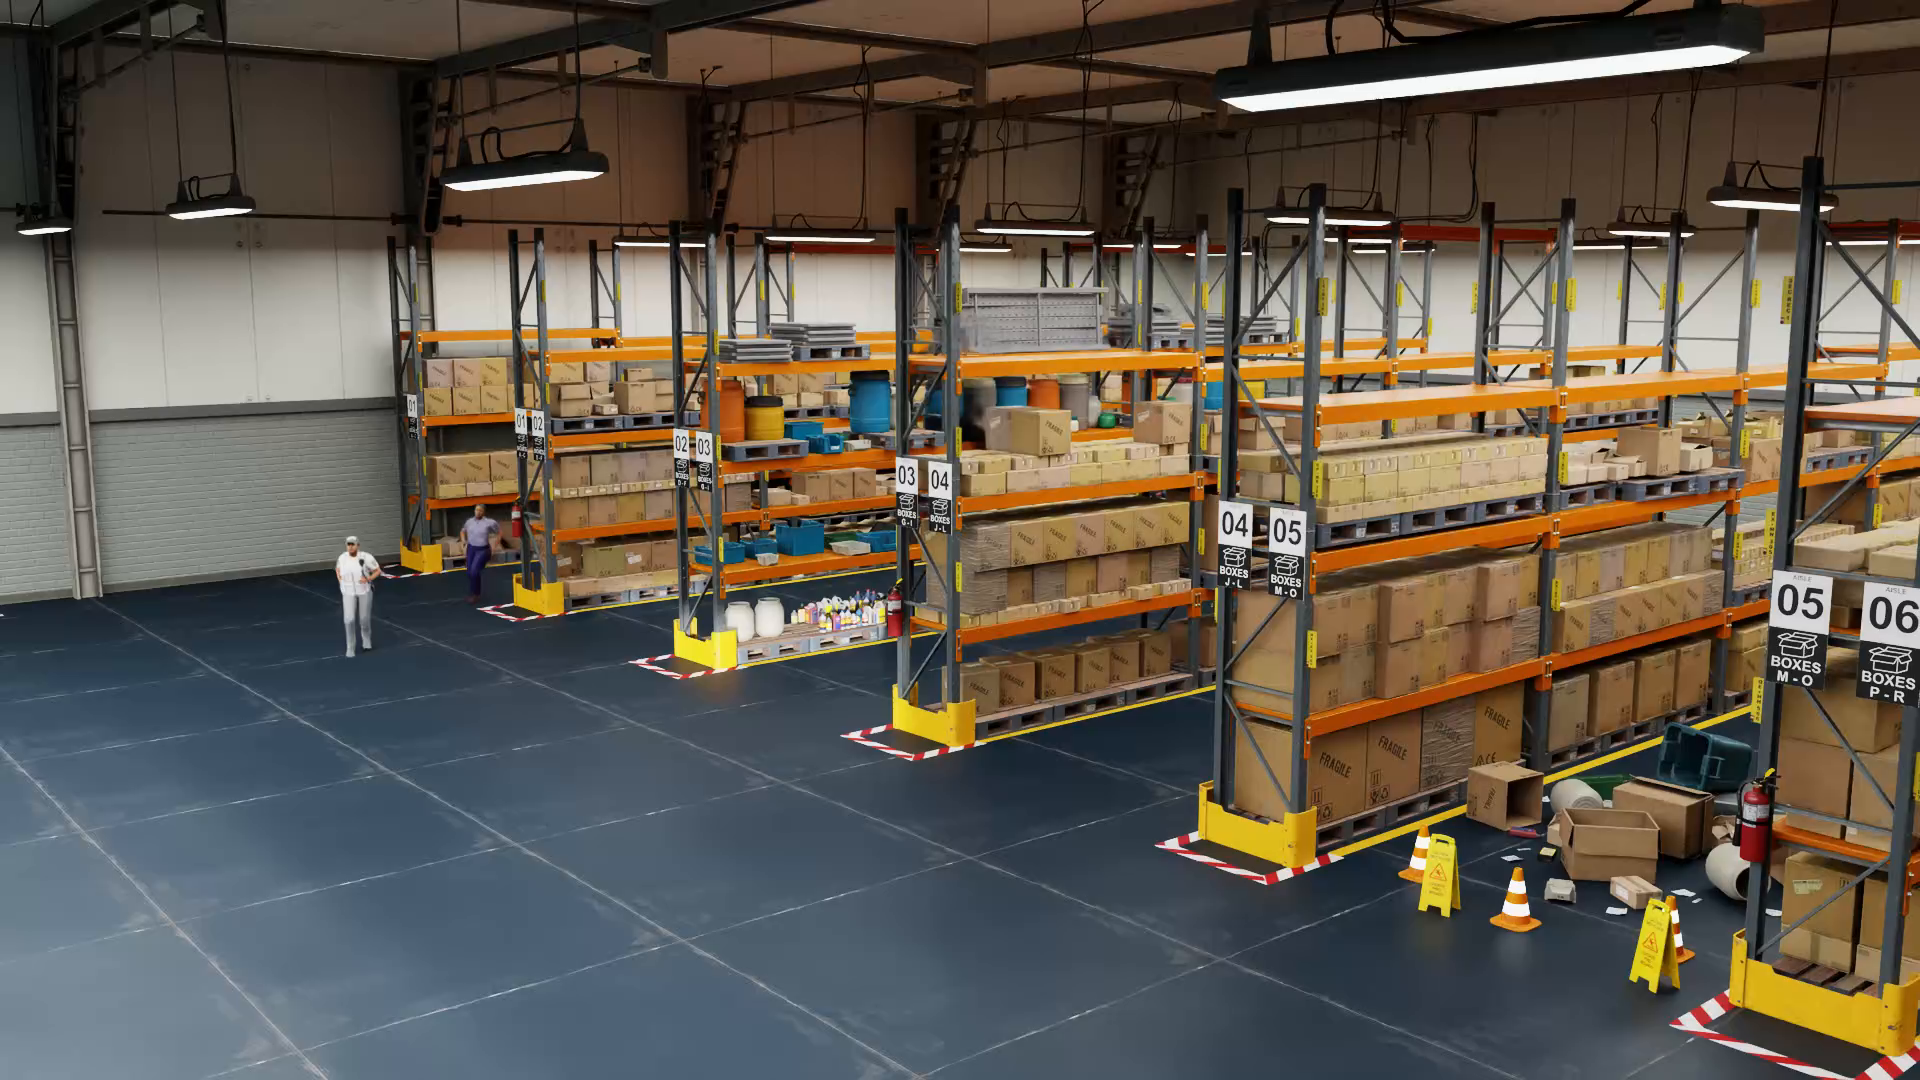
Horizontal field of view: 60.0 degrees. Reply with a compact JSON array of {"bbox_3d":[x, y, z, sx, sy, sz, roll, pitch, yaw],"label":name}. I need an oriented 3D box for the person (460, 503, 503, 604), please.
[{"bbox_3d":[-7.841,0.223,27.132,0.671,1.655,0.665,2,9,15],"label":"person"}]

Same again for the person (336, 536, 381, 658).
[{"bbox_3d":[-8.436,0.786,23.369,0.627,1.741,0.704,-2,9,-11],"label":"person"}]
